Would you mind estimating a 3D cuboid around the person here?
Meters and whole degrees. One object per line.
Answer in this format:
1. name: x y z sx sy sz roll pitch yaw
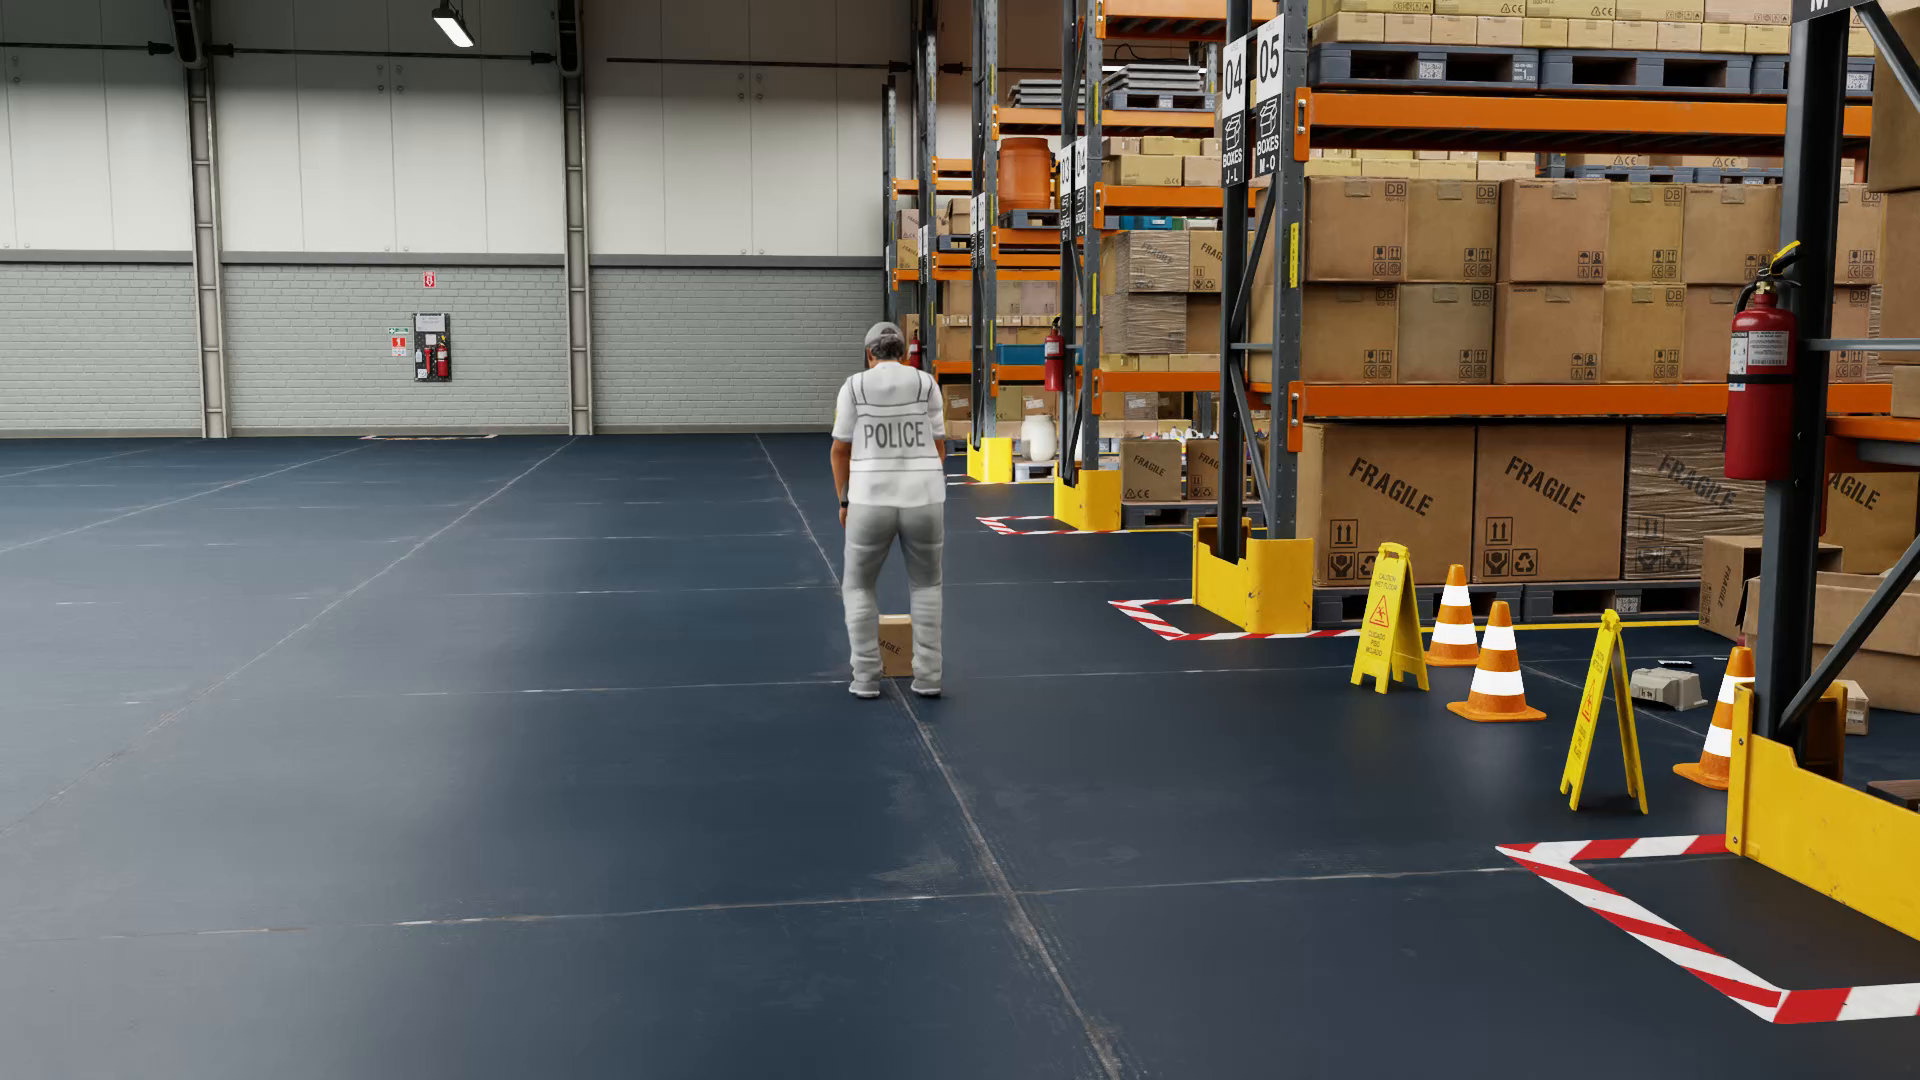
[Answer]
1. person: -0.309 -0.126 7.177 0.496 1.620 0.479 -1 7 -7
